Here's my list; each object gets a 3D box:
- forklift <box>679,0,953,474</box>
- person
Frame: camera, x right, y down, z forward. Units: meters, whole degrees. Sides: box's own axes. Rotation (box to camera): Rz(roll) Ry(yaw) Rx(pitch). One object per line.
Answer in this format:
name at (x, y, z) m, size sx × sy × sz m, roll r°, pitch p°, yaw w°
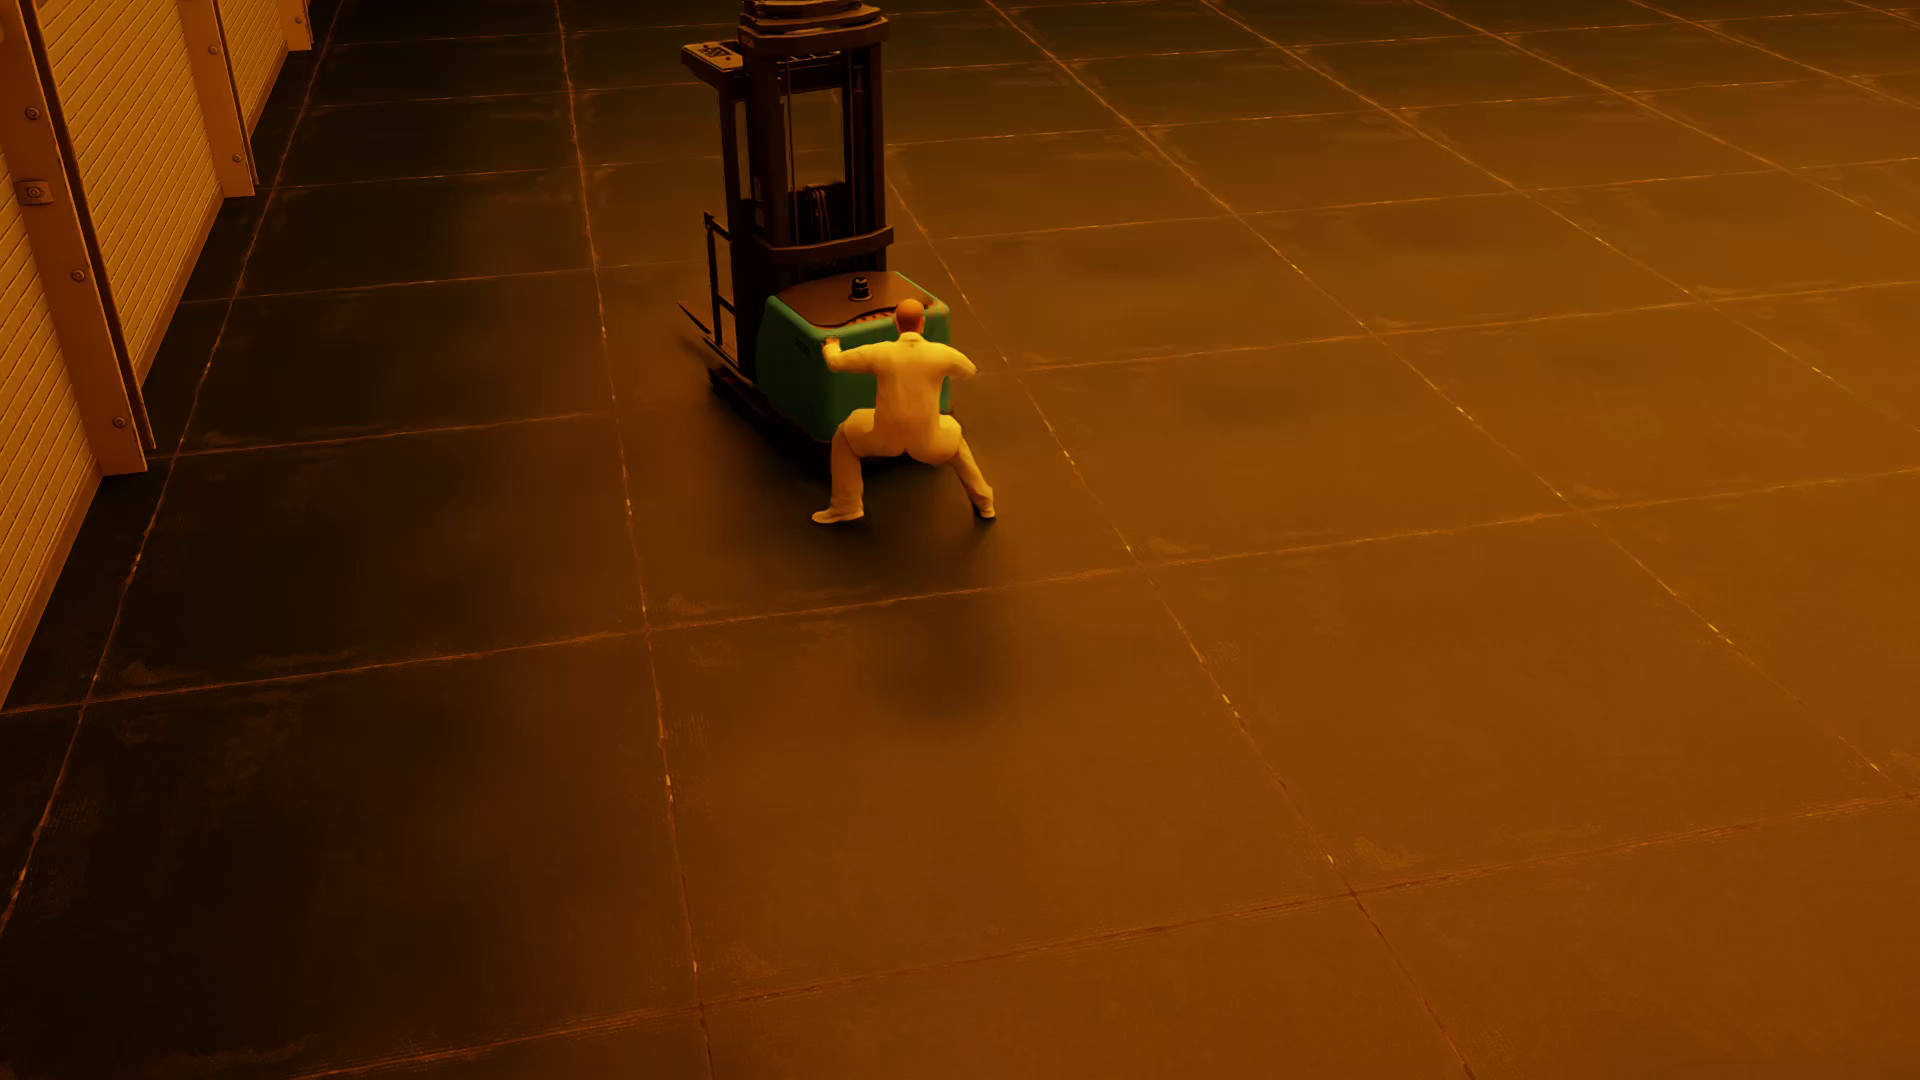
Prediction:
forklift at (-1.219, -2.416, 11.747) m, size 1.130 × 2.935 × 3.031 m, roll -16°, pitch 34°, yaw -25°
person at (-0.363, -0.811, 10.374) m, size 1.178 × 1.528 × 0.740 m, roll 0°, pitch 30°, yaw 0°
